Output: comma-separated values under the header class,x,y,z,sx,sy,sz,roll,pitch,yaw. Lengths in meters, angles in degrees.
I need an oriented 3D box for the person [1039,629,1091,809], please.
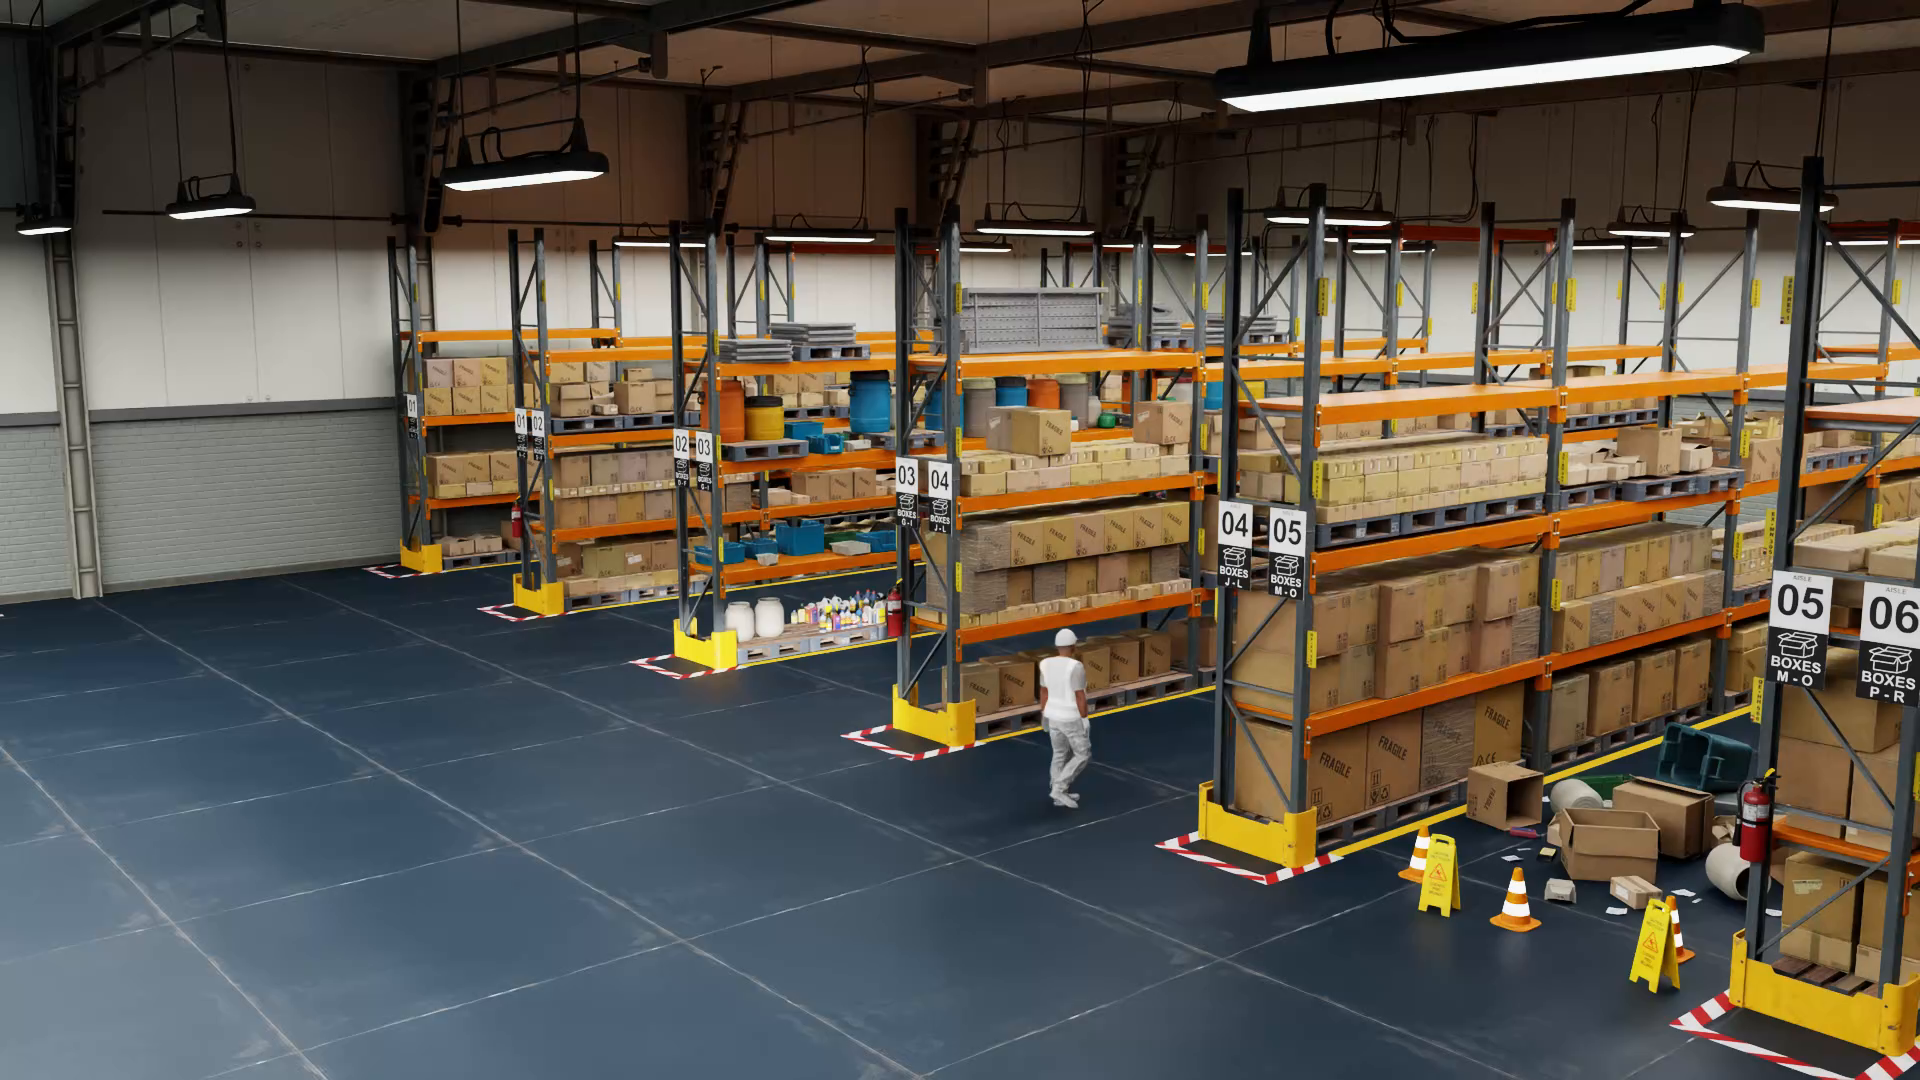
class,x,y,z,sx,sy,sz,roll,pitch,yaw
person,1.020,1.773,16.488,0.509,1.787,0.583,-7,11,-38
